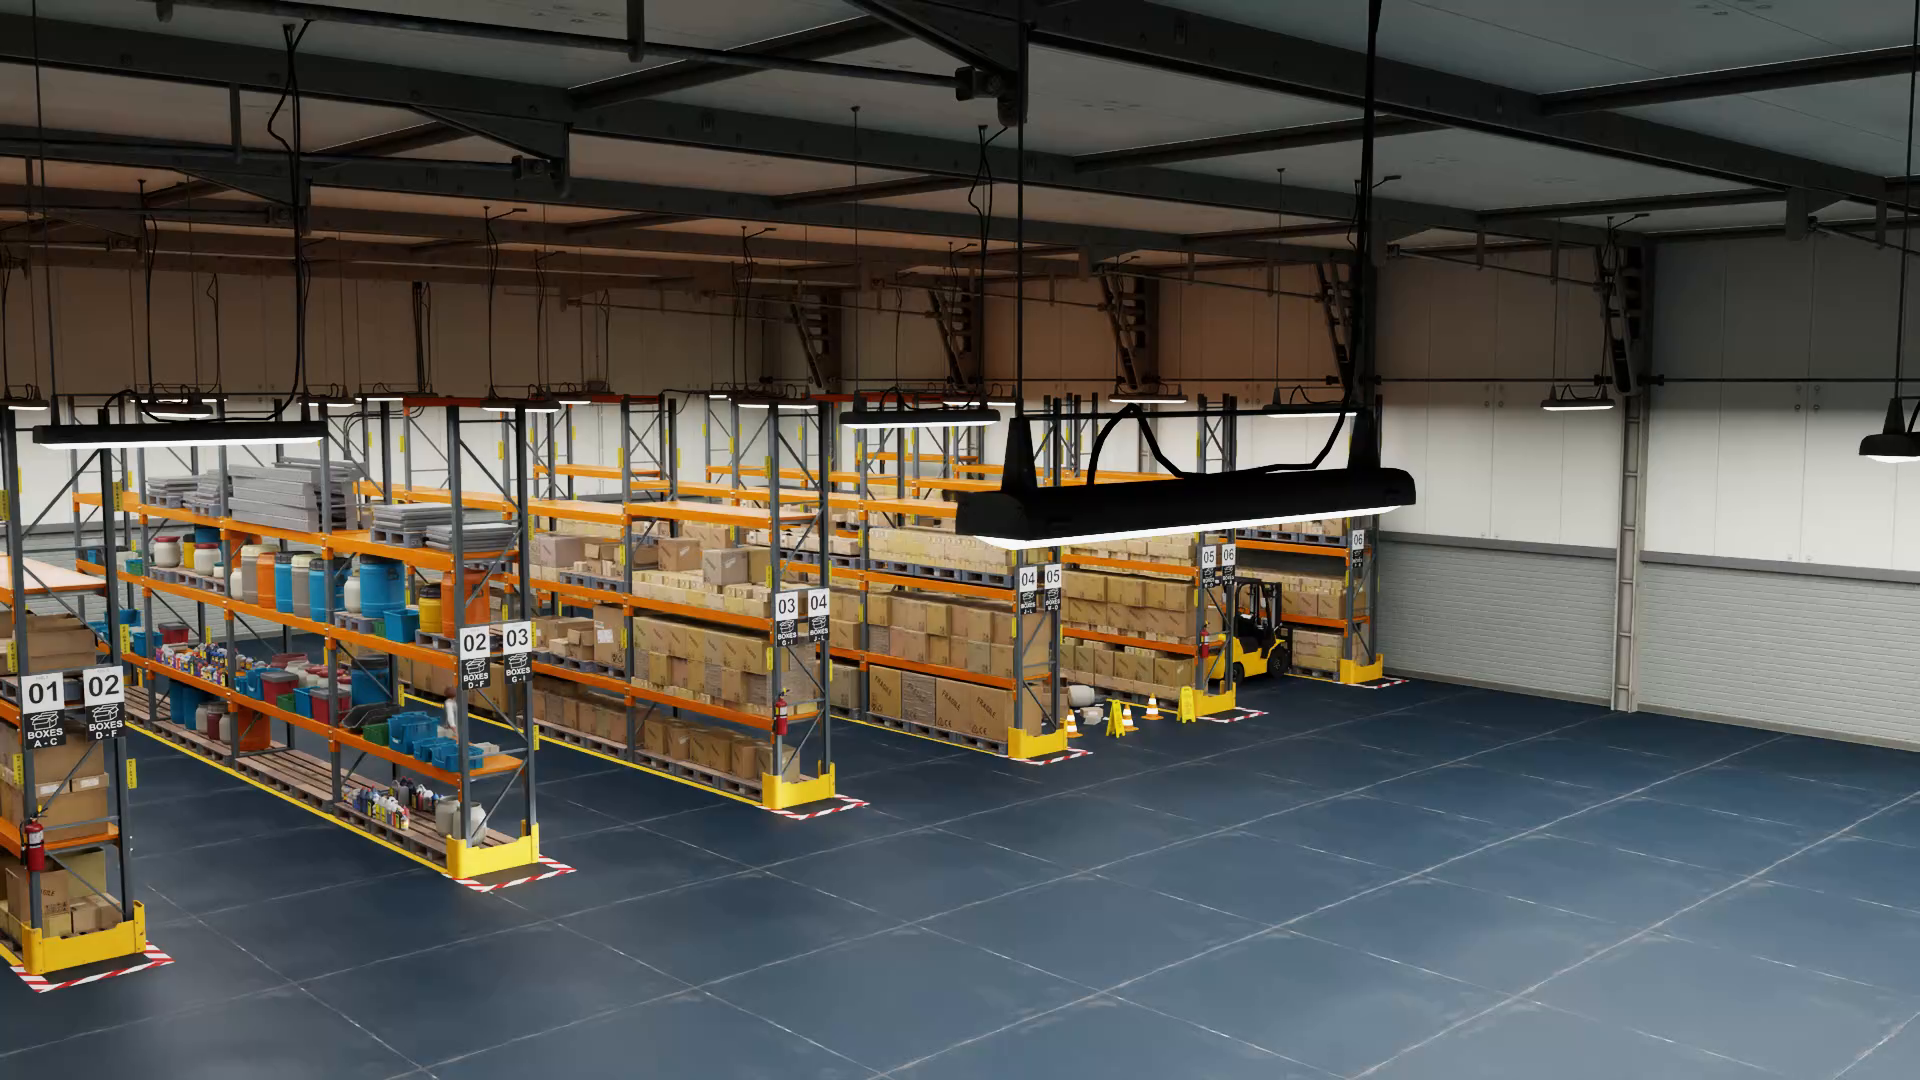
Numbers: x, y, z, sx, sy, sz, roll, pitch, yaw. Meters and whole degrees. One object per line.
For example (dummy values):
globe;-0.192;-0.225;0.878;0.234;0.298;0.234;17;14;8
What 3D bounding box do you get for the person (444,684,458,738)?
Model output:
person;-8.010;2.991;26.110;0.633;1.500;0.395;3;6;25
